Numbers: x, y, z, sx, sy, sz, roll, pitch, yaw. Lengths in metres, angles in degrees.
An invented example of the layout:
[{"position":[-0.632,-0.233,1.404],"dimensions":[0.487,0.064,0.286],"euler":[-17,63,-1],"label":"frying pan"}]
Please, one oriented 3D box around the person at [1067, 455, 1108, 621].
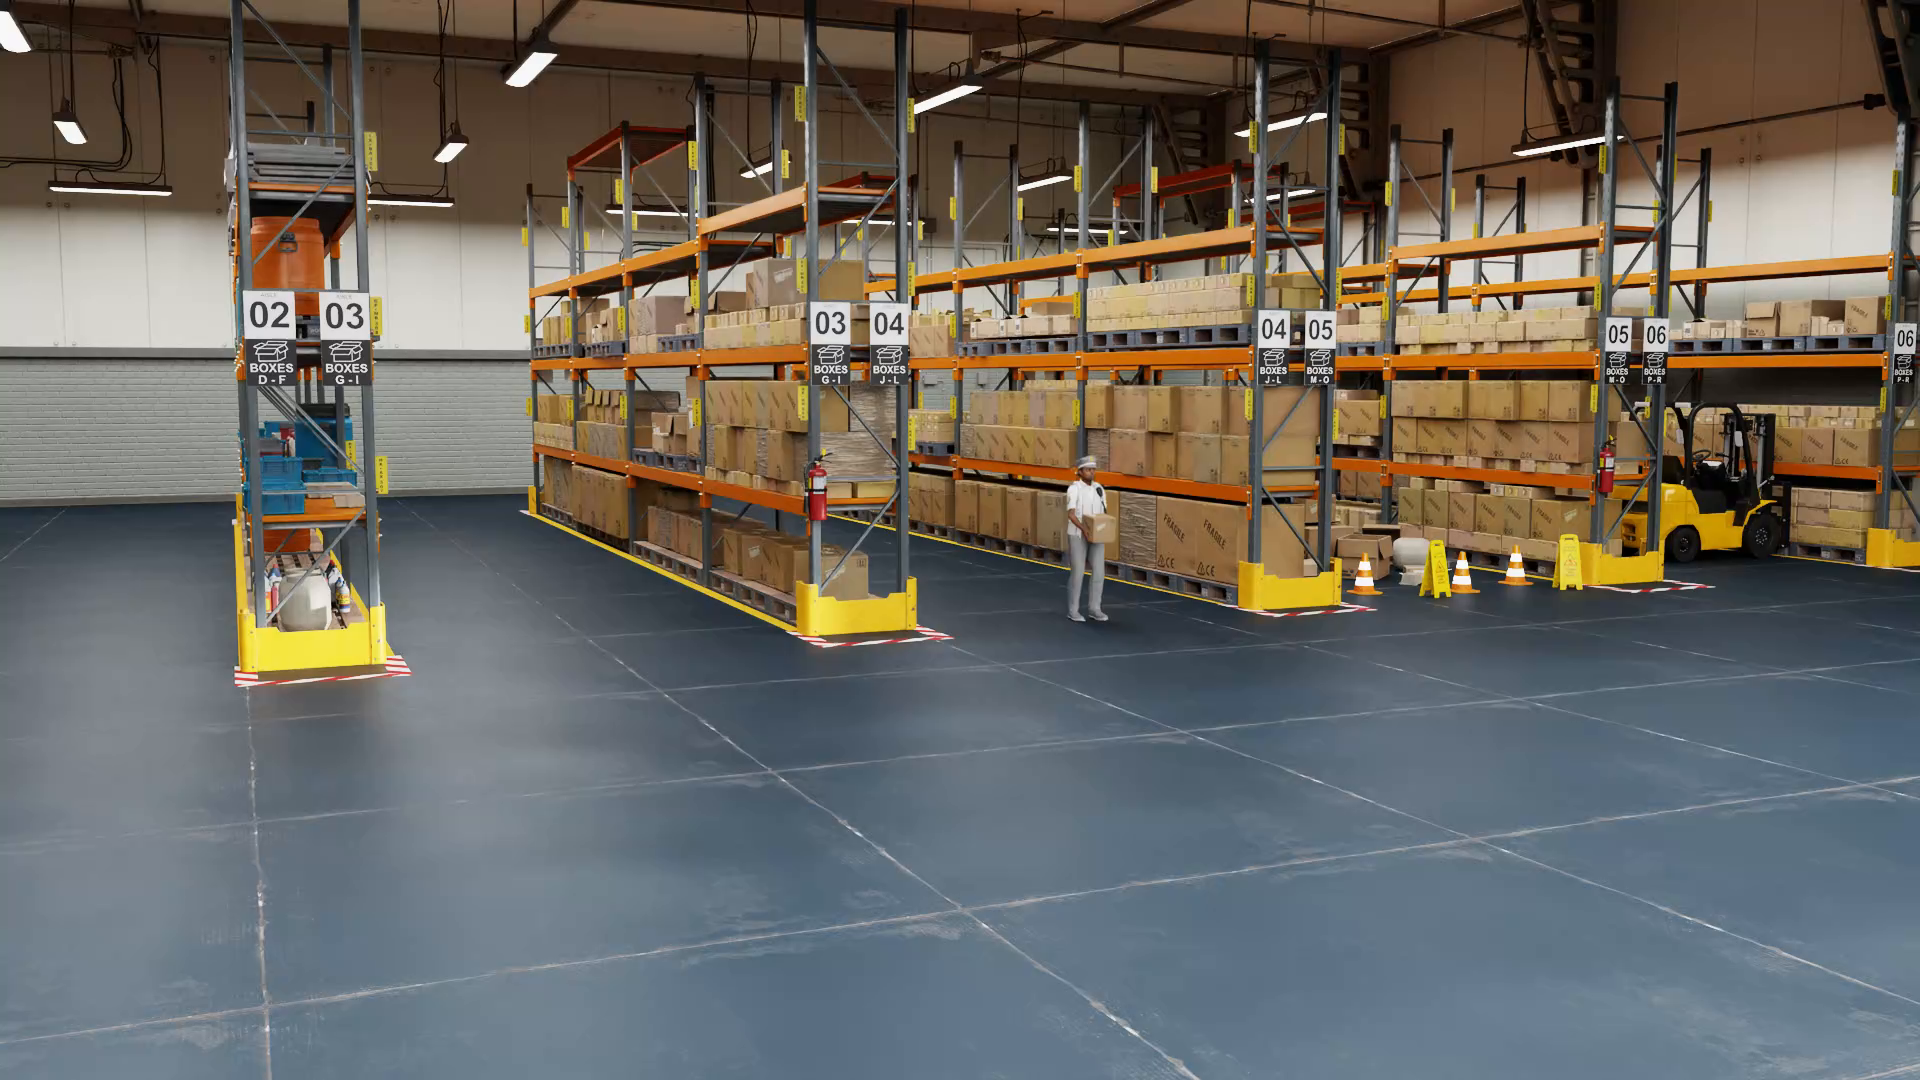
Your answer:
[{"position":[1.336,-0.018,17.049],"dimensions":[0.468,1.688,0.503],"euler":[-2,6,-24],"label":"person"}]
